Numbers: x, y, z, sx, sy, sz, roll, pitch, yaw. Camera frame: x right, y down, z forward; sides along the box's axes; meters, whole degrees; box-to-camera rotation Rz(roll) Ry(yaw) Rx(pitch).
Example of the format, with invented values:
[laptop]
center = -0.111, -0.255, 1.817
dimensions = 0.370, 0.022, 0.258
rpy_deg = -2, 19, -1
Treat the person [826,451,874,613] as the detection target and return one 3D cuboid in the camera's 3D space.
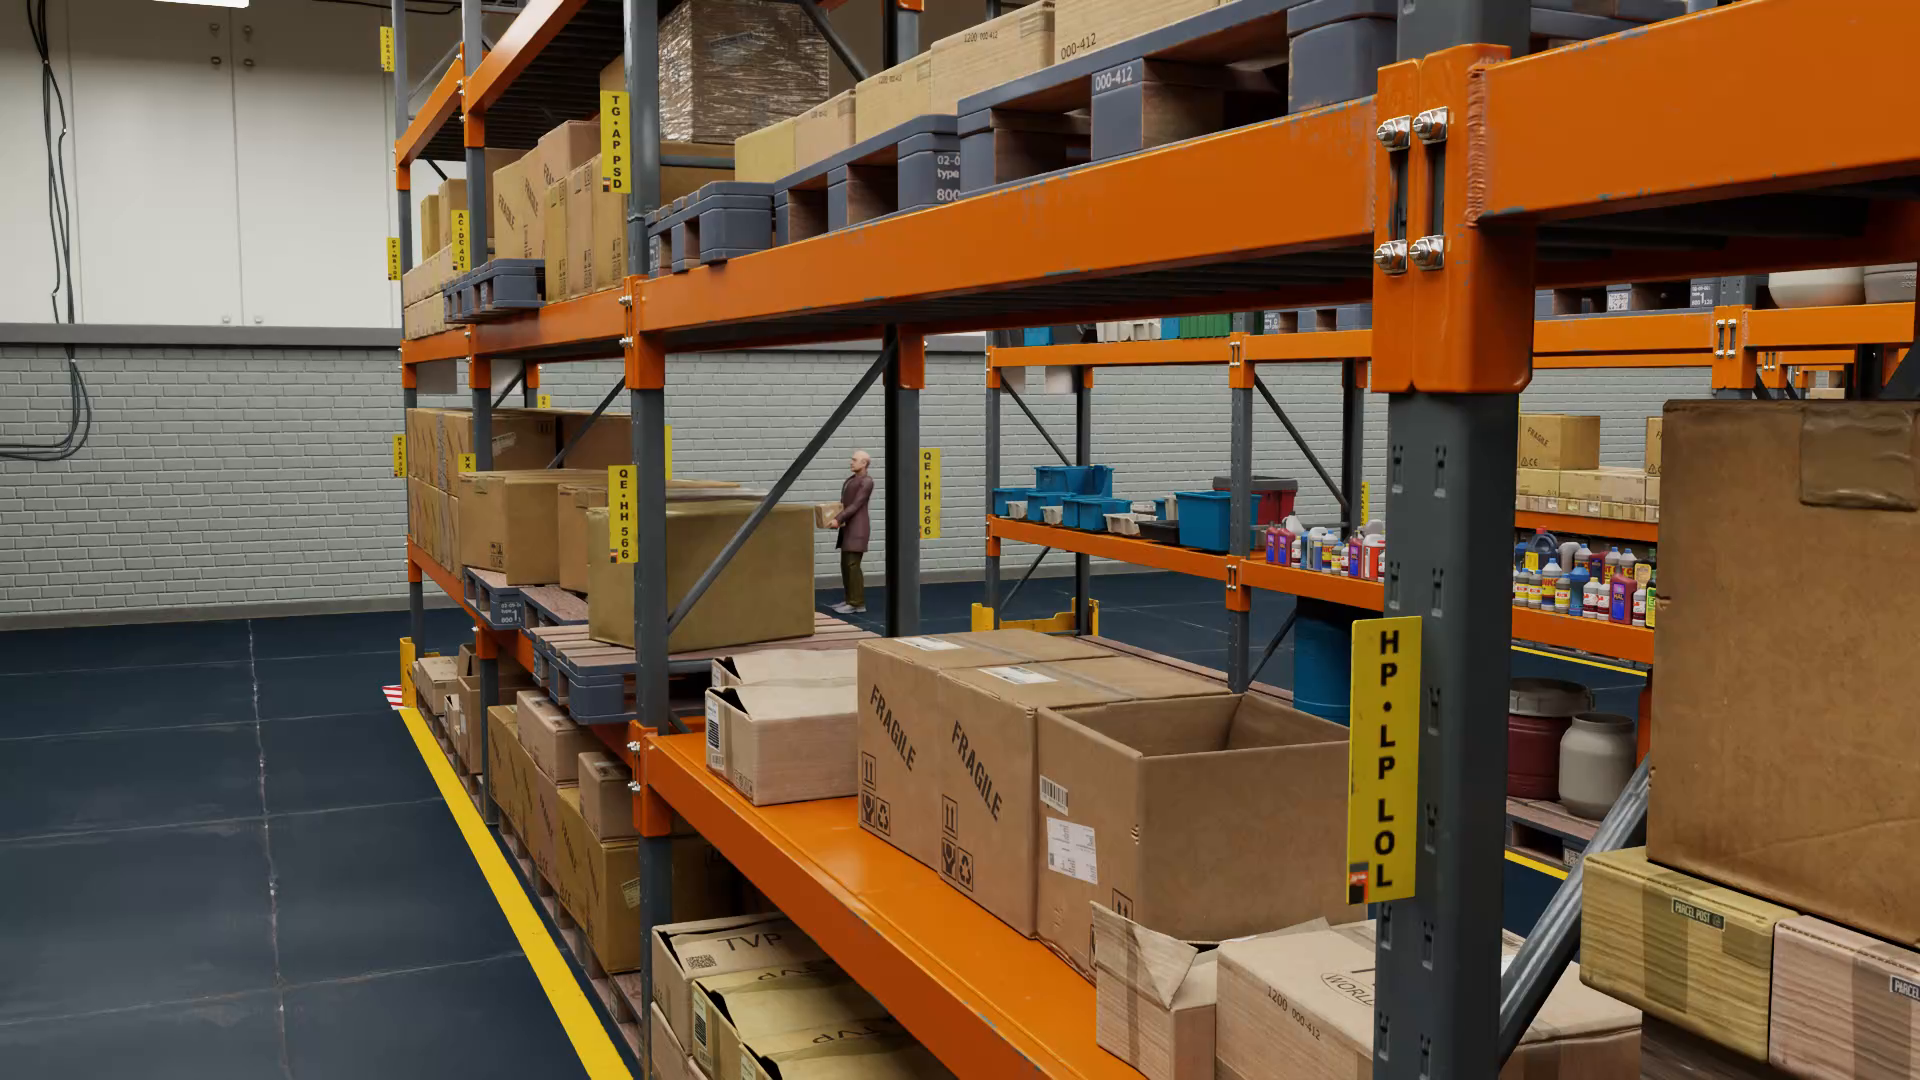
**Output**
[person]
center = -1.244, -0.089, 18.192
dimensions = 0.555, 1.770, 0.529
rpy_deg = -2, 6, -23
